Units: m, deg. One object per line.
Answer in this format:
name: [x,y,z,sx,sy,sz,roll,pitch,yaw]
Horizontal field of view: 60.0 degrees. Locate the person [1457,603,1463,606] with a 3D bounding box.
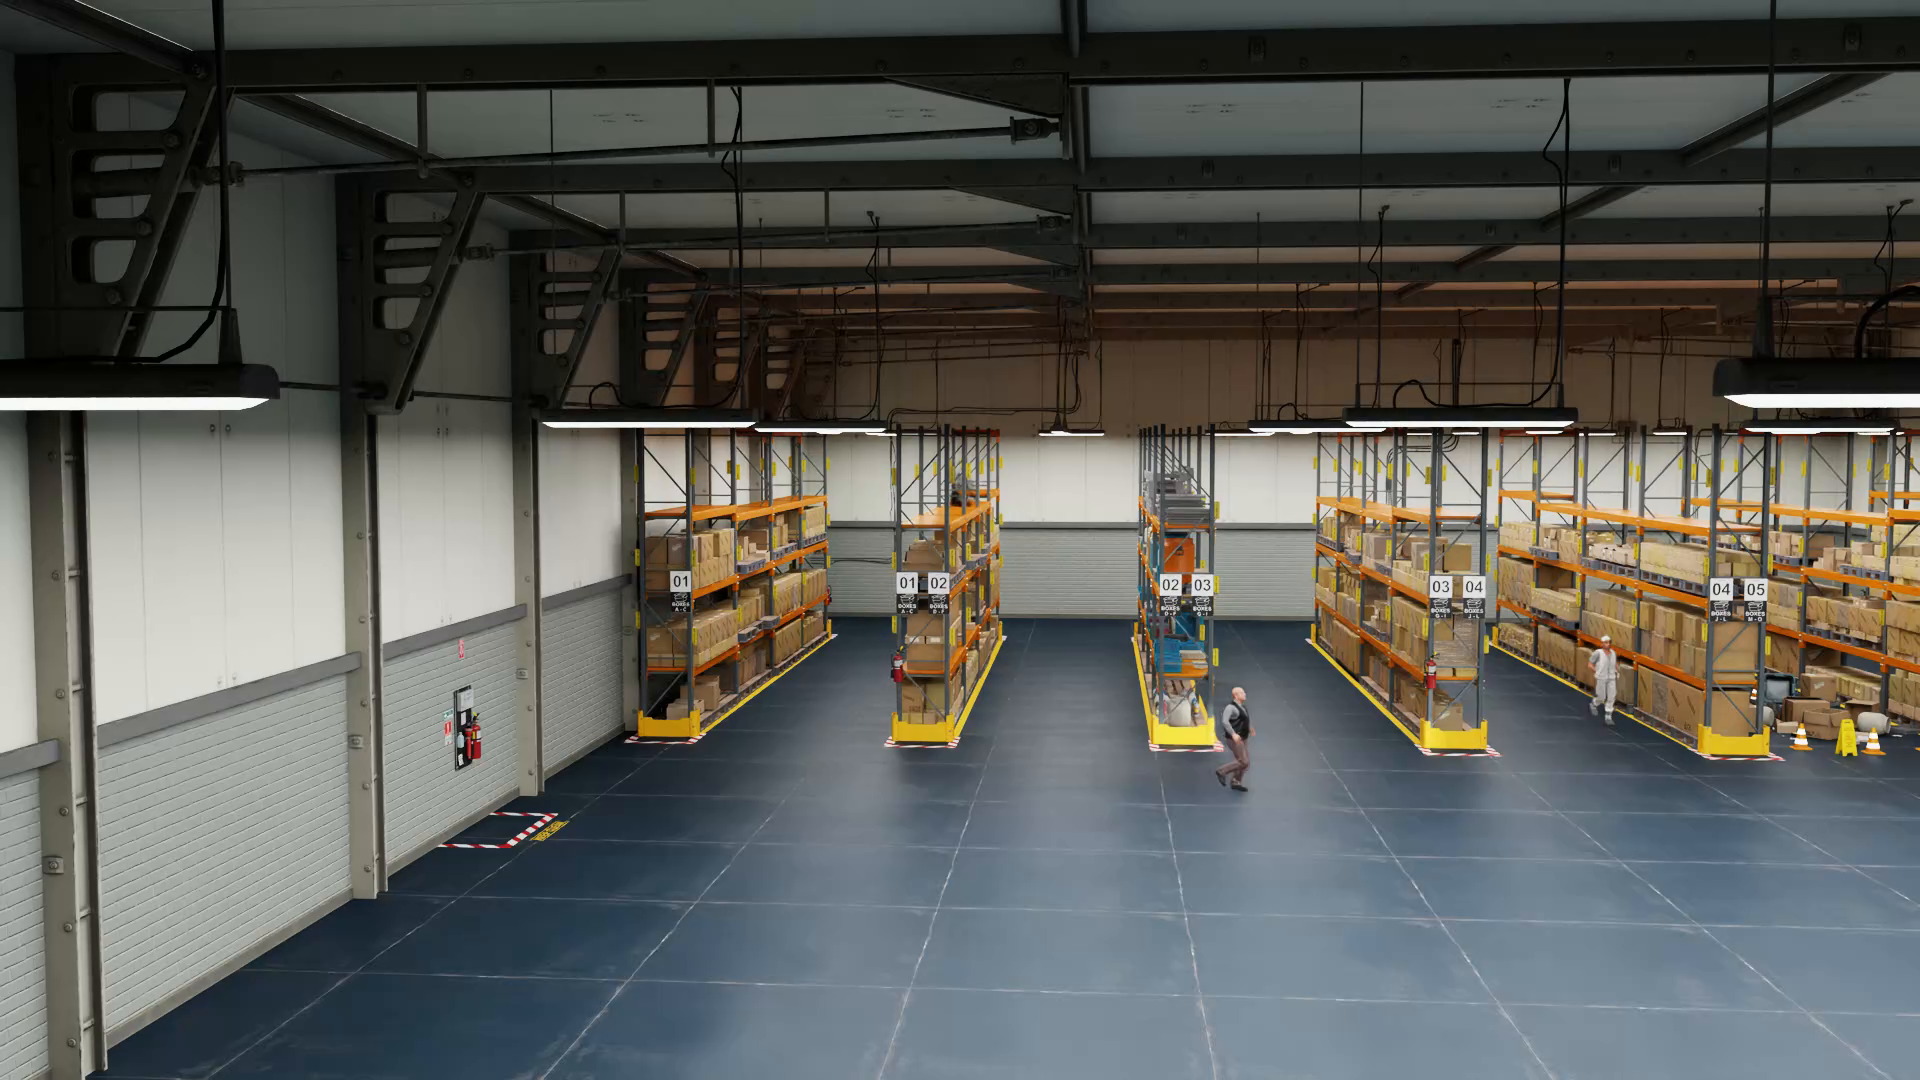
person: [14.215,1.963,47.104,0.979,1.759,0.741,-1,4,-22]

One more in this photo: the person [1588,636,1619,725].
person: [12.945,2.798,33.378,0.667,1.763,0.860,0,3,-5]

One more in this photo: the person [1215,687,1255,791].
person: [4.489,3.236,27.093,0.578,1.695,0.678,2,4,30]
